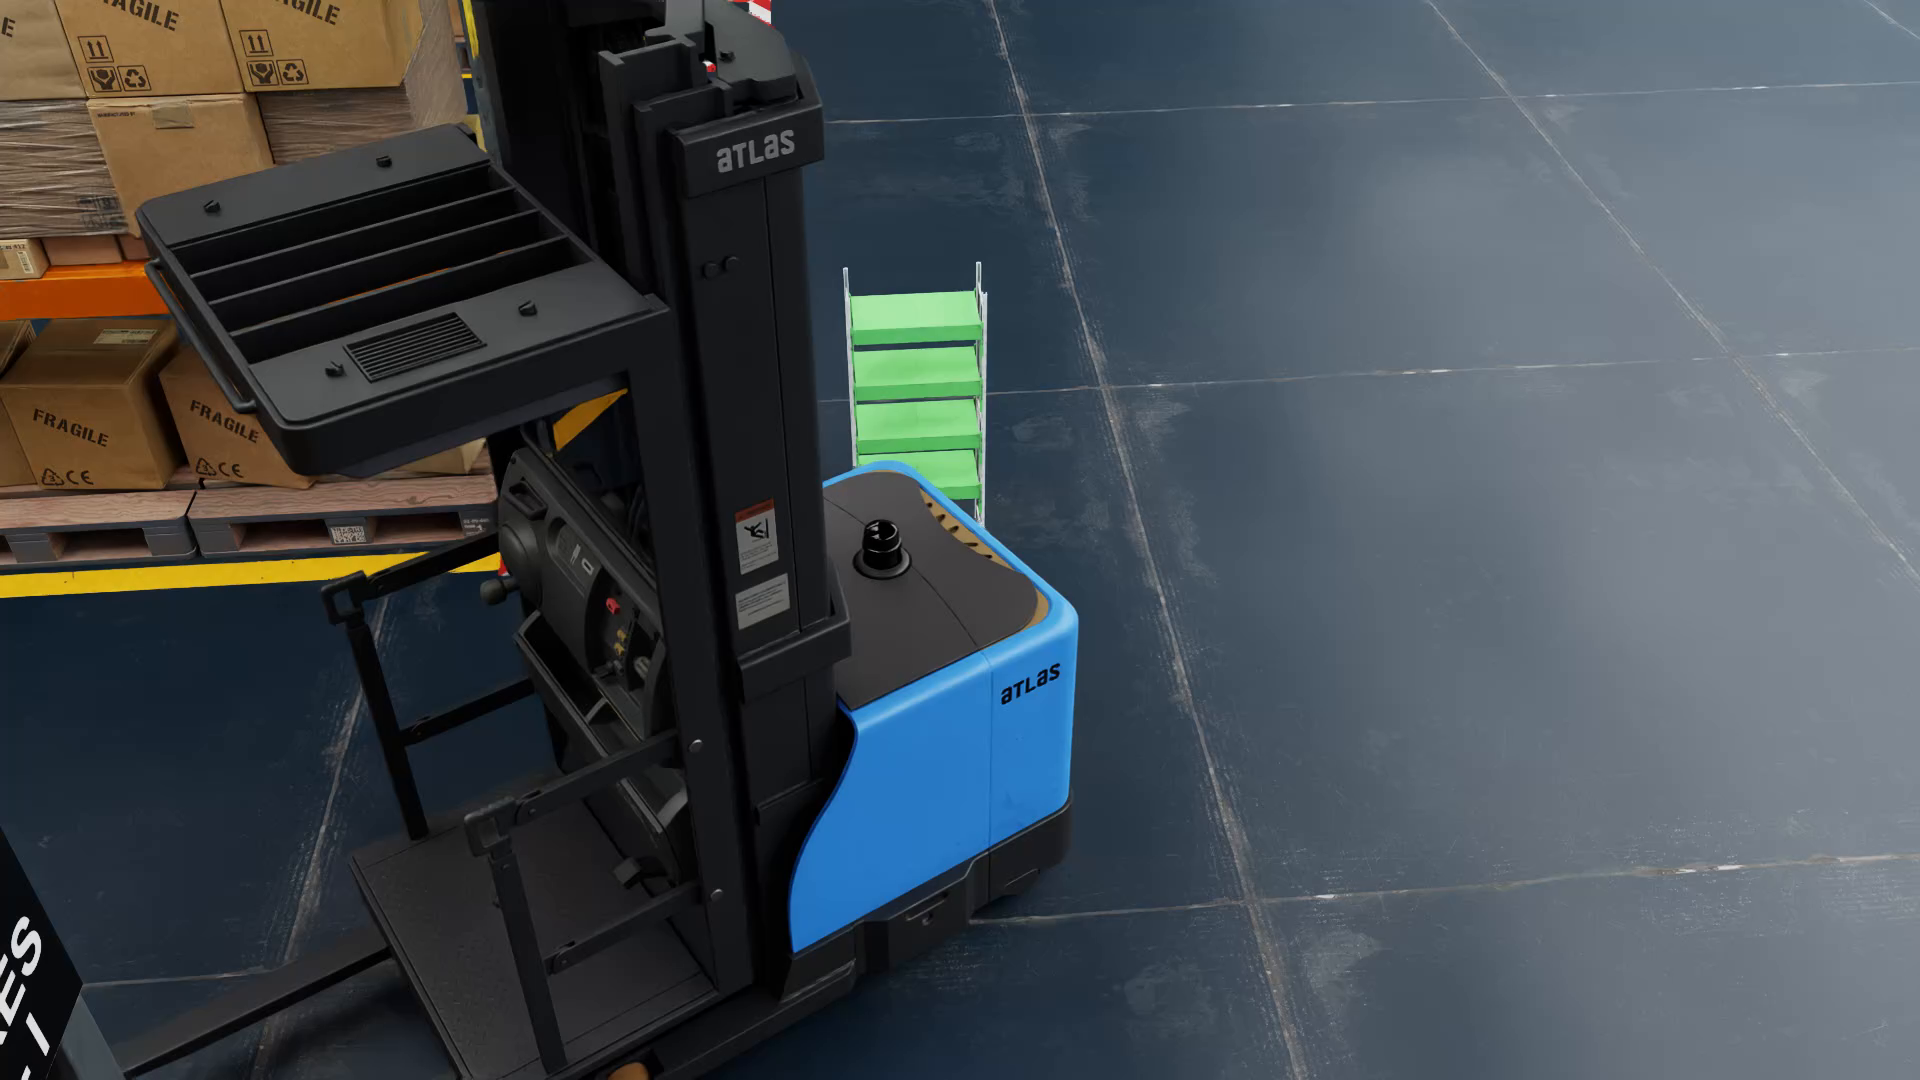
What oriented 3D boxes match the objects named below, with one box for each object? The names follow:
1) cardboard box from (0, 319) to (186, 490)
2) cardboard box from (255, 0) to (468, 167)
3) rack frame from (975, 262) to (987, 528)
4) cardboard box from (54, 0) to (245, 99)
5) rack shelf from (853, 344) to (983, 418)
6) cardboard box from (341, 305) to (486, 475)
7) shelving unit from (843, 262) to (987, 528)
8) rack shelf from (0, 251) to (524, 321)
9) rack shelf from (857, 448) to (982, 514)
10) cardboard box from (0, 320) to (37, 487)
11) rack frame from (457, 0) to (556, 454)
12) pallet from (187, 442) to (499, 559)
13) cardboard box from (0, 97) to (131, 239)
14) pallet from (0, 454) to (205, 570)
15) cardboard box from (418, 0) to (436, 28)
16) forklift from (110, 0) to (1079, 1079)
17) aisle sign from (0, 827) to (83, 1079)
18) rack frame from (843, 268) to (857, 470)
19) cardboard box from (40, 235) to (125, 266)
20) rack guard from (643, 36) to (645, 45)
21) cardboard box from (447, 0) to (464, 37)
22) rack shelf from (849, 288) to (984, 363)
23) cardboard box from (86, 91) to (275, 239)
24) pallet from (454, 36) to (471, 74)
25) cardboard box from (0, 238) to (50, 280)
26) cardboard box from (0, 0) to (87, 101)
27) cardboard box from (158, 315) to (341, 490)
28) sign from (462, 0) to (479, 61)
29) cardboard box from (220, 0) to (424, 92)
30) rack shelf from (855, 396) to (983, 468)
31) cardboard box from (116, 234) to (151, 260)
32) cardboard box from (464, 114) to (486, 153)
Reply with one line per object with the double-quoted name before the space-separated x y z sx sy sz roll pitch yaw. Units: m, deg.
"cardboard box" -3.439 -0.550 6.704 0.500 0.500 0.500 0 38 0
"cardboard box" -2.148 -1.609 6.047 0.500 0.500 0.875 -3 38 -4
"rack frame" 0.078 -0.475 6.384 0.015 1.200 0.240 -3 38 -4
"cardboard box" -2.621 -1.802 5.484 0.500 0.500 0.500 -3 38 -4
"rack shelf" -0.165 -0.600 6.258 0.480 0.148 0.258 -3 38 -4
"cardboard box" -2.221 -0.626 6.801 0.500 0.500 0.500 4 38 4
"shelving unit" -0.165 -0.462 6.367 0.503 1.200 0.258 -3 38 -4
"rack shelf" -3.590 -1.075 6.271 4.000 0.370 1.077 -3 38 -4
"rack shelf" -0.165 -0.223 6.555 0.480 0.148 0.258 -3 38 -4
"cardboard box" -3.999 -0.547 6.700 0.500 0.500 0.500 -6 39 -8
"rack frame" -1.598 -1.467 6.187 0.127 3.000 1.000 -3 38 -4
"pallet" -2.486 -0.345 7.017 1.213 0.211 1.003 -3 38 -4
"cardboard box" -3.137 -1.507 5.918 0.500 0.500 0.875 -3 38 -4
"pallet" -3.698 -0.280 6.935 1.213 0.211 1.003 -3 38 -4
"cardboard box" -2.170 -2.153 5.929 0.500 0.500 0.500 -3 38 -4
"forklift" -1.141 0.178 4.158 3.031 2.935 1.130 -24 44 -27
"aisle sign" -1.113 0.384 1.743 0.004 0.787 0.394 -3 38 -4
"rack frame" -0.408 -0.449 6.350 0.015 1.200 0.240 -3 38 -4
"cardboard box" -3.107 -1.146 5.984 0.250 0.149 0.380 -3 38 -4
"rack guard" -1.912 -3.553 10.849 0.348 0.500 1.175 -3 38 -4
"cardboard box" -3.482 -3.736 10.439 0.875 0.875 0.875 -4 38 -5
"rack shelf" -0.165 -0.789 6.109 0.480 0.148 0.258 -3 38 -4
"cardboard box" -2.635 -1.508 5.919 0.500 0.500 0.875 -3 38 -4
"pallet" -2.726 -3.346 10.820 1.213 0.211 1.003 -3 38 -4
"cardboard box" -3.348 -1.078 5.897 0.250 0.149 0.380 -3 38 -4
"cardboard box" -3.119 -1.776 5.451 0.500 0.500 0.500 -3 38 -4
"cardboard box" -2.814 -0.572 6.733 0.500 0.500 0.500 6 39 8
"sign" -1.568 -1.702 5.295 0.005 0.325 0.100 -3 38 -4
"cardboard box" -2.124 -1.833 5.523 0.500 0.500 0.500 -3 38 -4
"rack shelf" -0.165 -0.412 6.406 0.480 0.148 0.258 -3 38 -4
"cardboard box" -2.860 -1.174 6.019 0.250 0.149 0.380 -3 38 -4
"cardboard box" -1.903 -1.500 6.432 0.250 0.149 0.380 -3 38 -4
